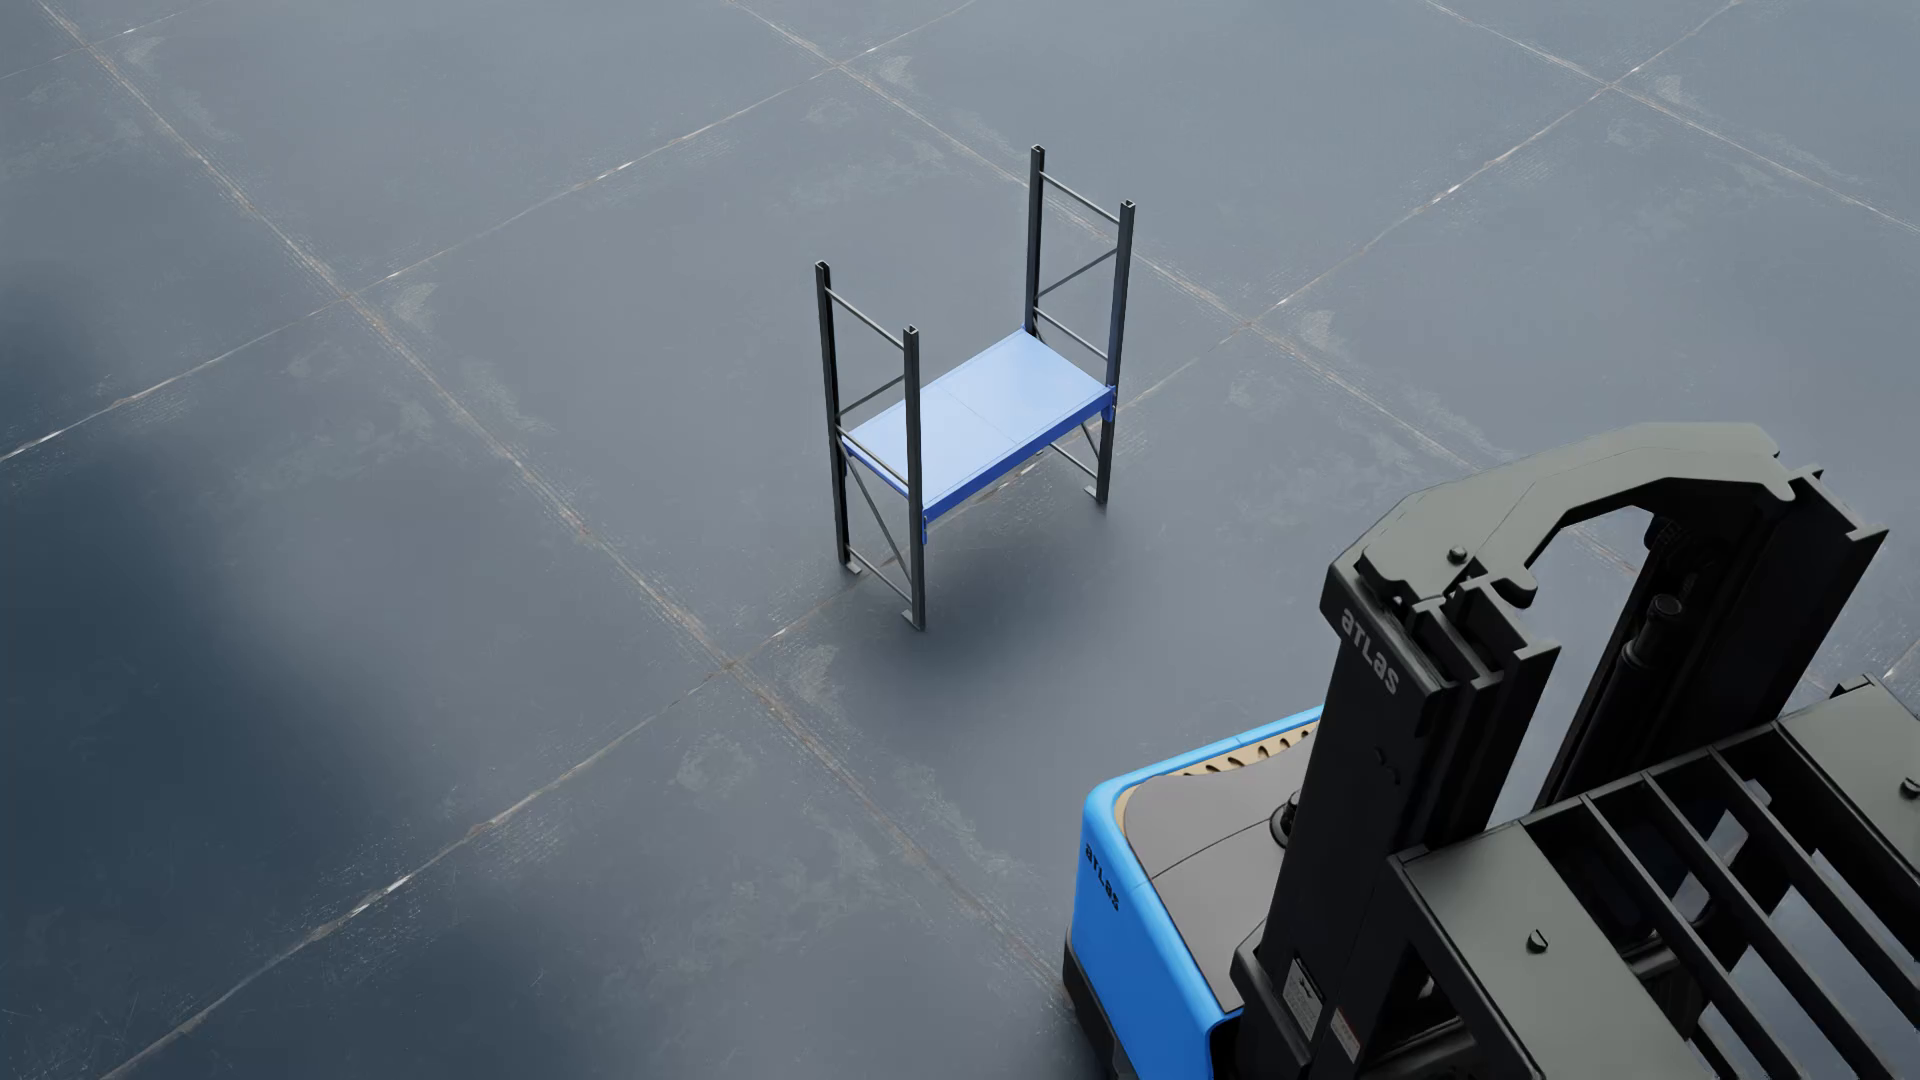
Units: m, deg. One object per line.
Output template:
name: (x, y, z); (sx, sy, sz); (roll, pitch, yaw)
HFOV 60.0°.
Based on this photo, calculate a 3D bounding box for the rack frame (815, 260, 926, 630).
rack frame: (-0.313, -0.299, 6.059); (0.032, 1.500, 0.500); (-34, 56, -27)

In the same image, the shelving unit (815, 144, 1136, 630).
shelving unit: (0.063, -0.551, 6.291); (1.048, 1.500, 0.538); (-34, 56, -27)

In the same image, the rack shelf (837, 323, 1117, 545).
rack shelf: (0.063, -0.429, 6.423); (1.000, 0.185, 0.538); (-34, 56, -27)

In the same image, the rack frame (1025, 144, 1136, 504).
rack frame: (0.439, -0.802, 6.523); (0.032, 1.500, 0.500); (-34, 56, -27)

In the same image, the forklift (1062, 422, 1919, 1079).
forklift: (1.362, 1.307, 3.603); (1.130, 2.935, 3.031); (-17, 50, -15)
